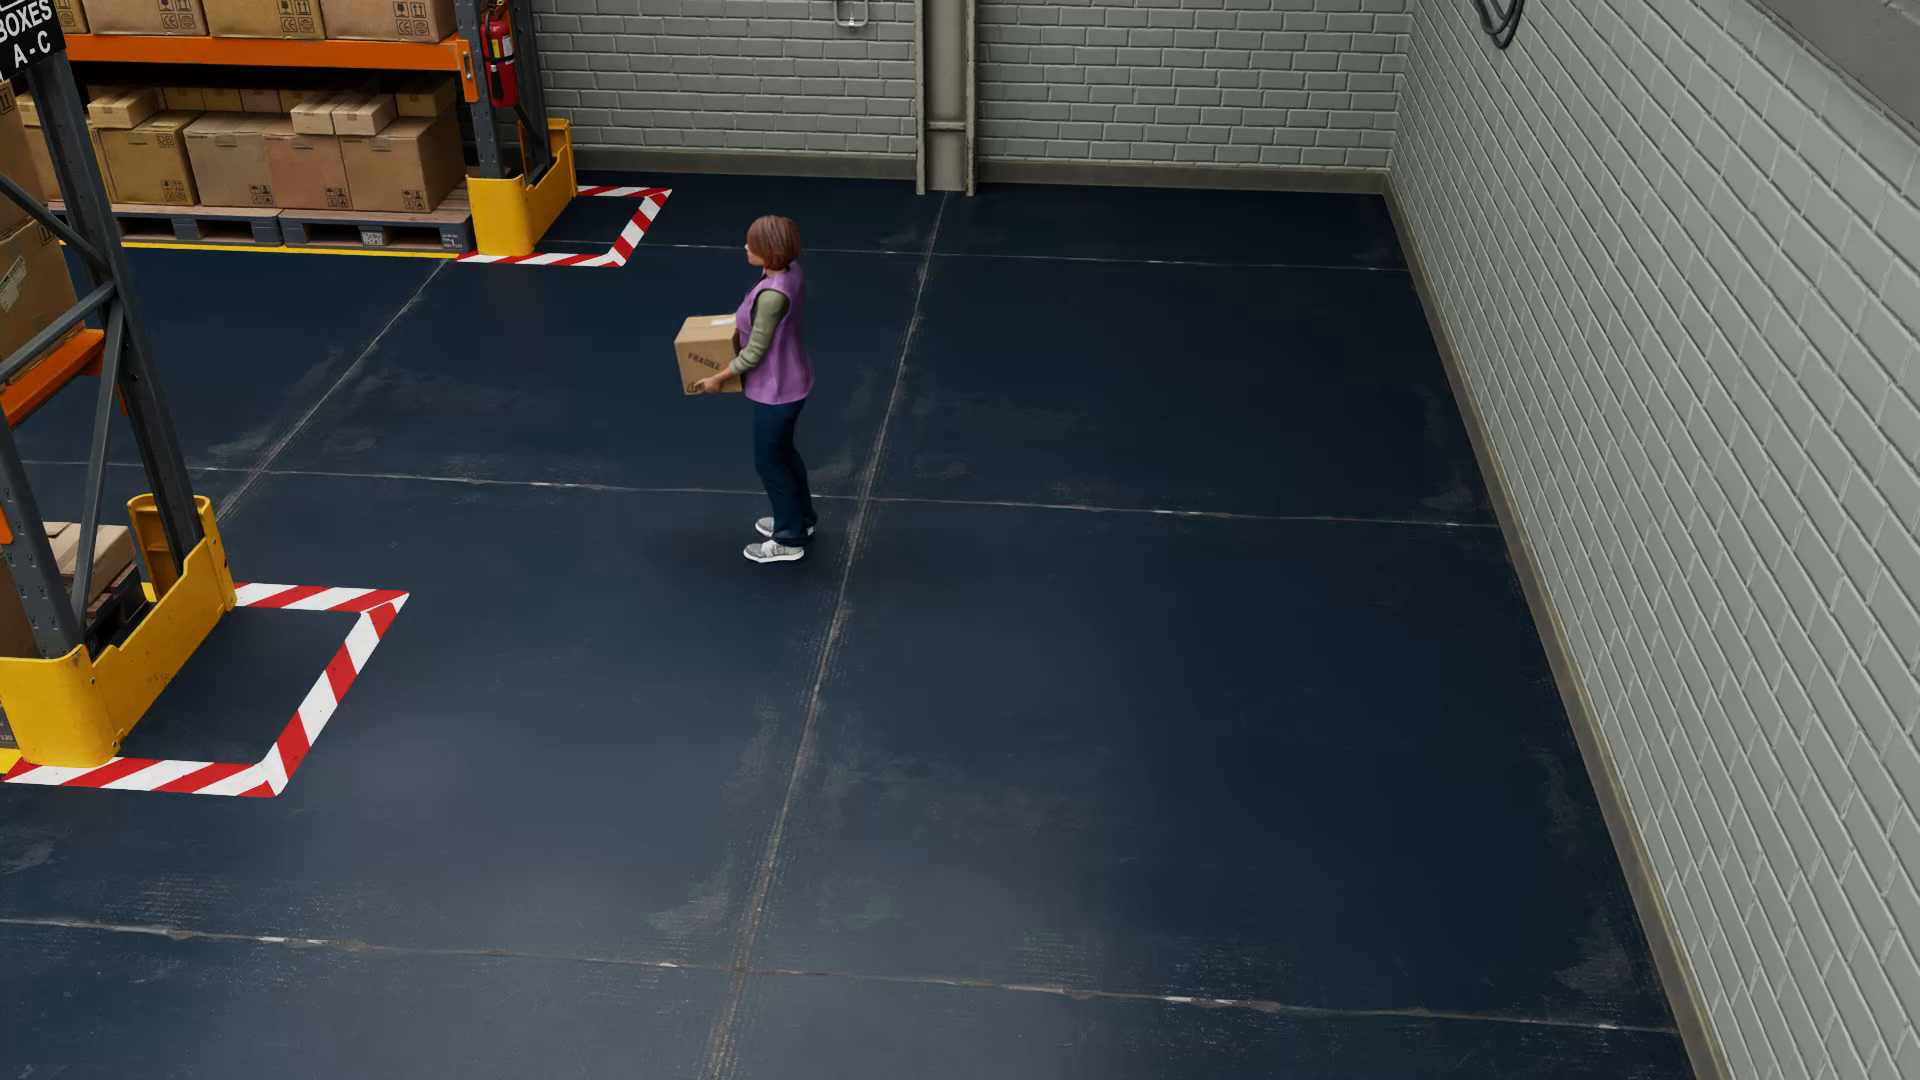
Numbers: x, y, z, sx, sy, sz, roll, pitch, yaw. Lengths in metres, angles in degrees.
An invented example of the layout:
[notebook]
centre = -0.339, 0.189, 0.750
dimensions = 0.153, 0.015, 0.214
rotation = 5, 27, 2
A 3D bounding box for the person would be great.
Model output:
[person]
centre = -0.871, -0.649, 7.166
dimensions = 0.489, 1.596, 0.425
rotation = 2, 32, 4
